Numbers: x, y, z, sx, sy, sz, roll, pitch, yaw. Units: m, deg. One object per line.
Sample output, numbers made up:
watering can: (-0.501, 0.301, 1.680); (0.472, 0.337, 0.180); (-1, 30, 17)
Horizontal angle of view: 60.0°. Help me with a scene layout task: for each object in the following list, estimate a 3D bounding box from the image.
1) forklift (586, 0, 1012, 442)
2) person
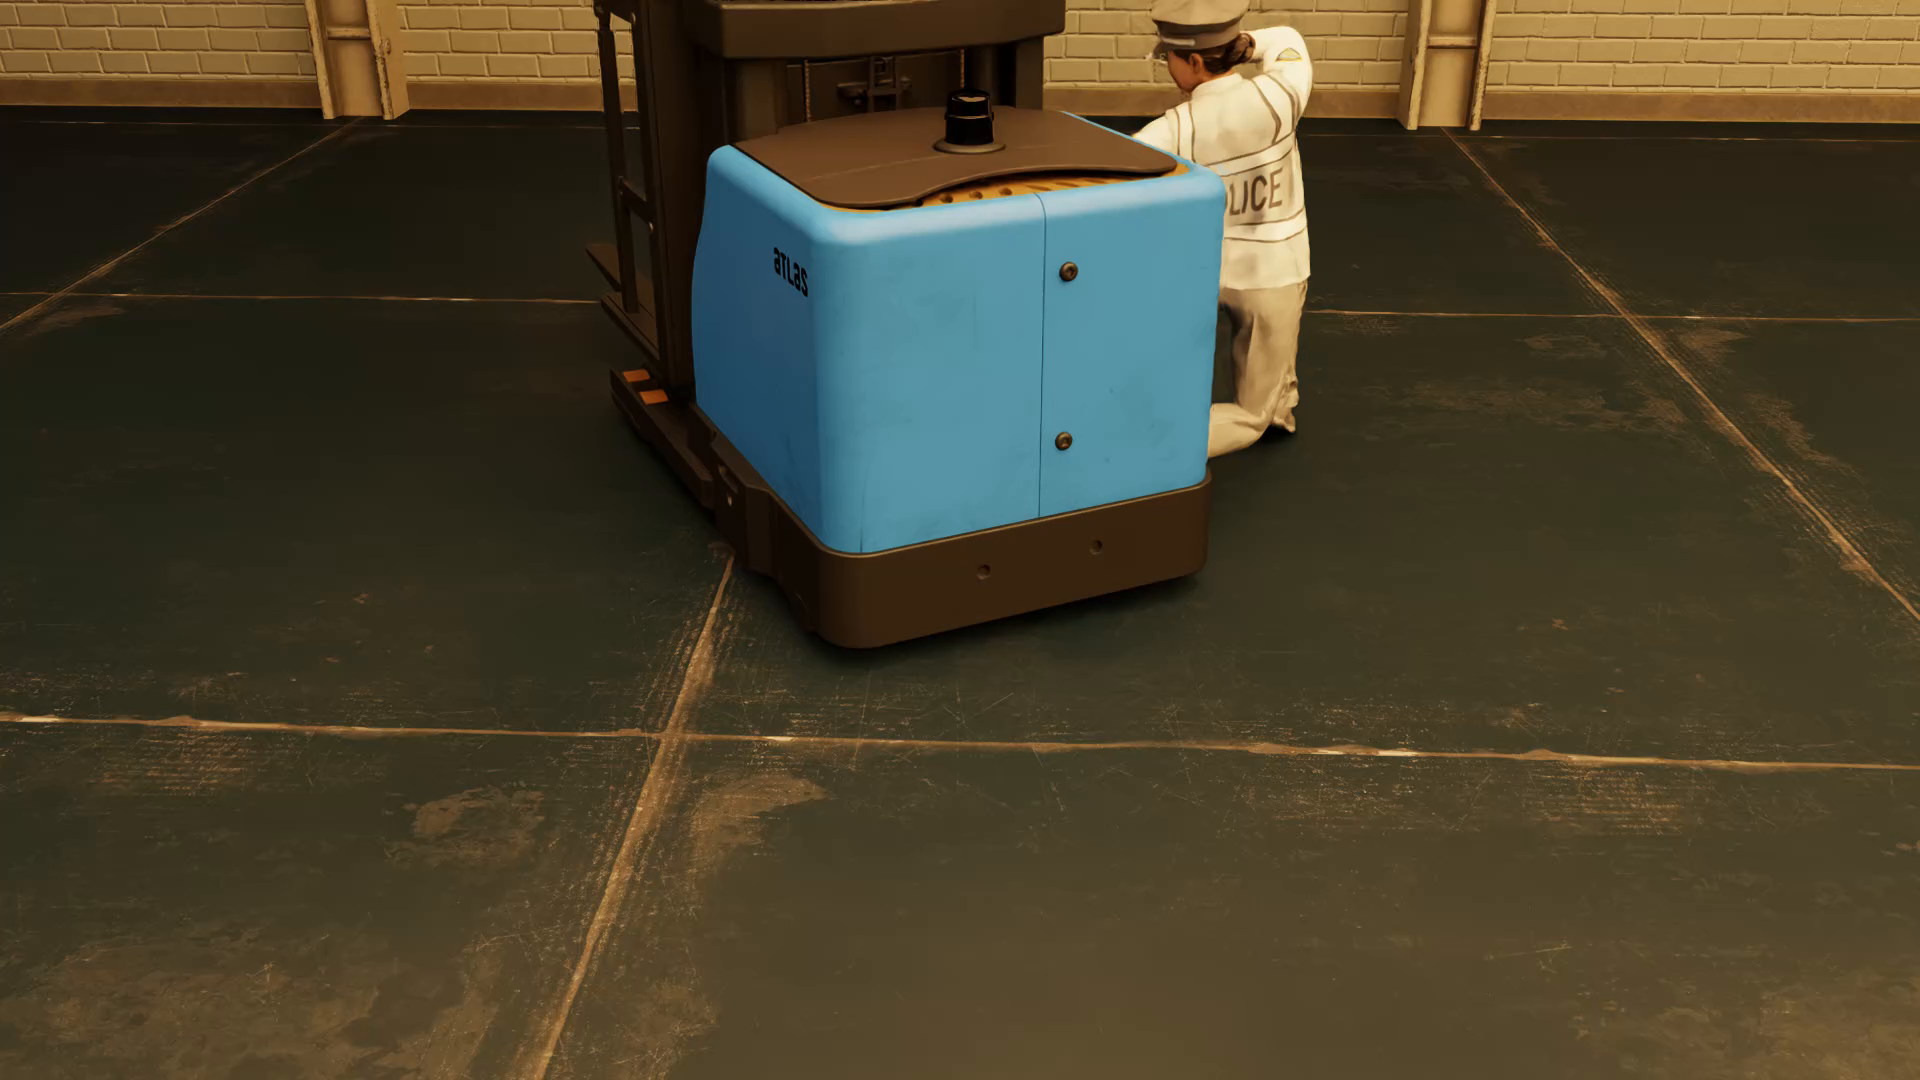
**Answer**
forklift: (-0.452, -1.687, 4.629); (1.121, 2.935, 3.031); (-12, 29, -23)
person: (0.589, -0.852, 4.691); (0.823, 1.378, 0.953); (15, 30, 28)
